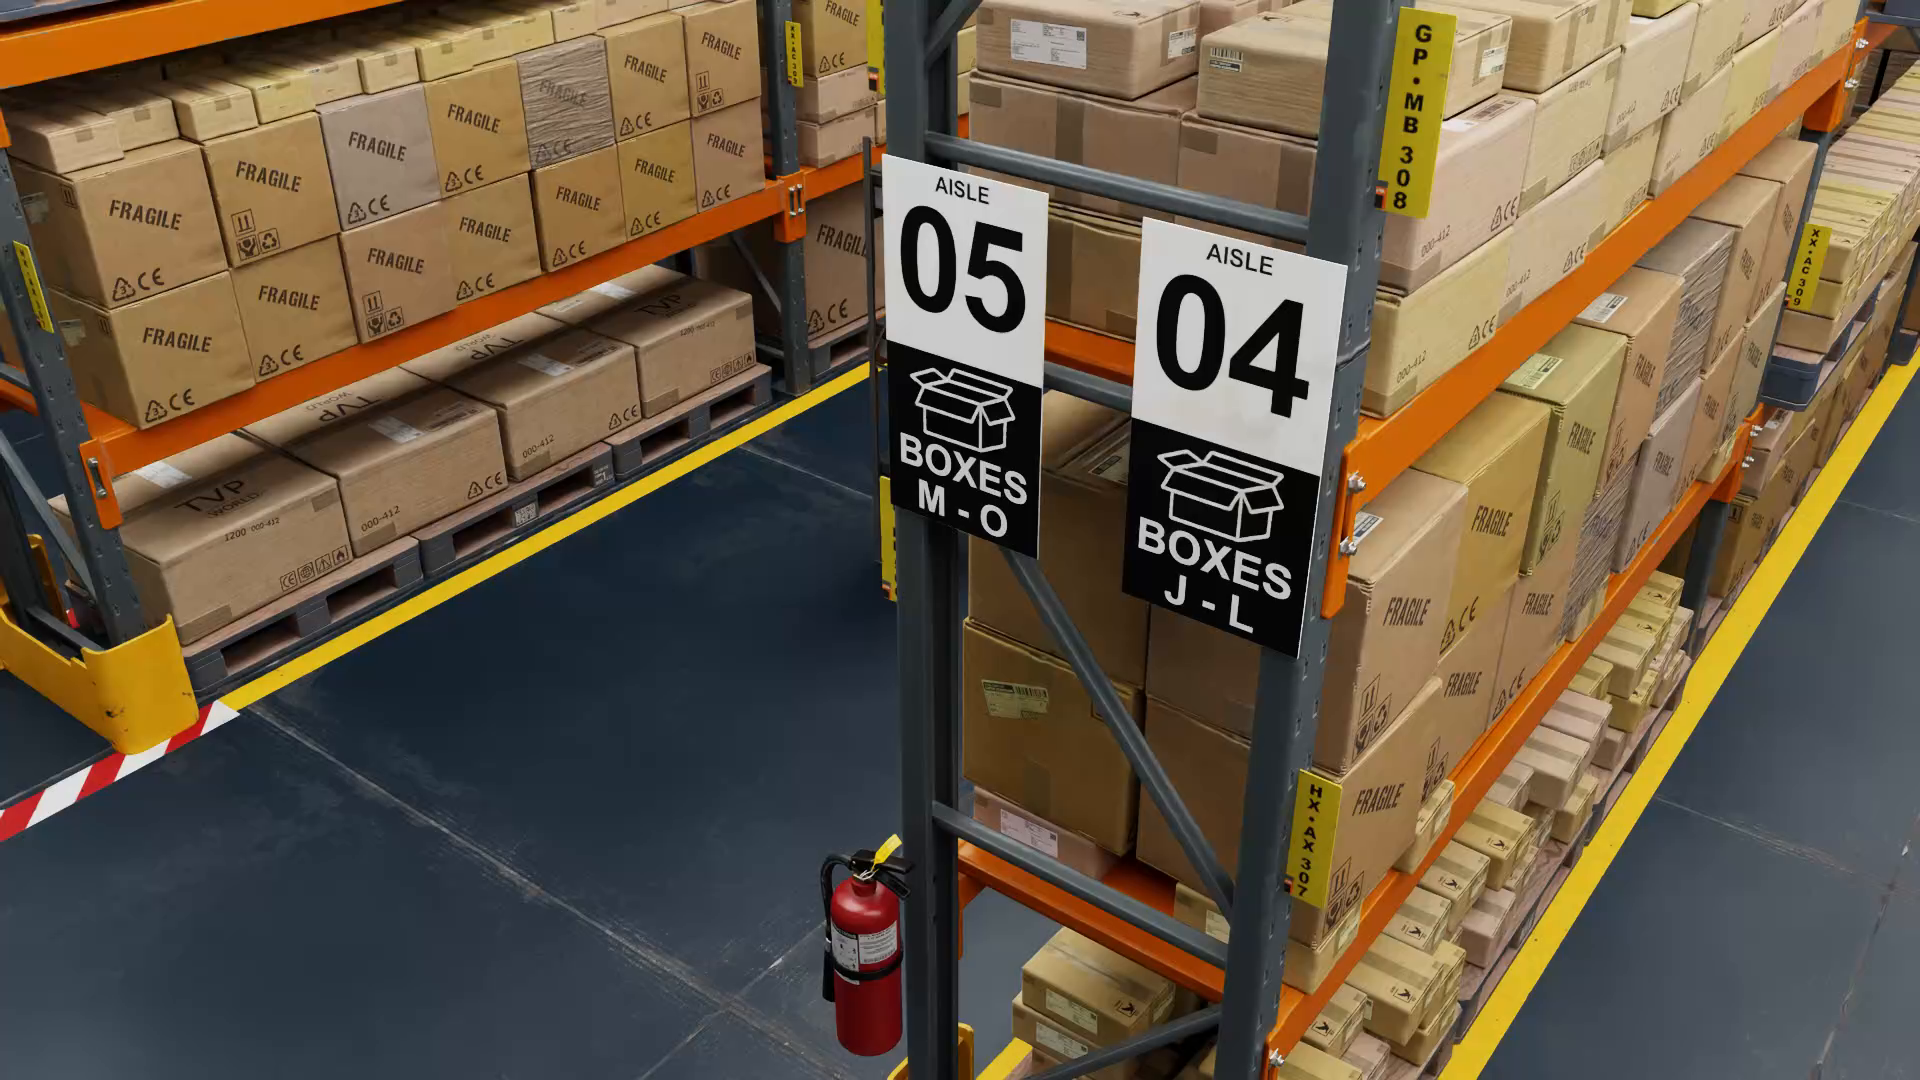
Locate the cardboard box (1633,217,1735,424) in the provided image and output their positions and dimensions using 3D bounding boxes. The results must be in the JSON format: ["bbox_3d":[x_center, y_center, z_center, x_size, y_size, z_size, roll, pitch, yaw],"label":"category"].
[{"bbox_3d":[2.007,-0.715,5.144,0.500,0.500,0.500,22,37,33],"label":"cardboard box"}]

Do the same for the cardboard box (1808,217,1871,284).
[{"bbox_3d":[3.307,-1.151,6.501,0.380,0.149,0.250,23,38,34],"label":"cardboard box"}]

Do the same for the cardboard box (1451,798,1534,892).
[{"bbox_3d":[1.654,0.963,5.484,0.380,0.149,0.250,22,37,32],"label":"cardboard box"}]

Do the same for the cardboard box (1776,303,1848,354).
[{"bbox_3d":[3.307,-0.895,6.652,0.380,0.149,0.250,19,36,29],"label":"cardboard box"}]

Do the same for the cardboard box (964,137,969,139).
[{"bbox_3d":[-0.455,-2.199,10.690,0.875,0.875,0.875,22,37,33],"label":"cardboard box"}]

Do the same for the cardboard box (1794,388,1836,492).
[{"bbox_3d":[3.984,-0.560,8.293,0.500,0.500,0.500,22,37,32],"label":"cardboard box"}]

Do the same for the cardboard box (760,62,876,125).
[{"bbox_3d":[-0.814,-2.529,9.231,0.500,0.250,0.500,20,36,30],"label":"cardboard box"}]

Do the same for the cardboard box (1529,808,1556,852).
[{"bbox_3d":[1.902,1.012,5.984,0.380,0.149,0.250,22,37,32],"label":"cardboard box"}]

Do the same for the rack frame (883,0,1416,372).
[{"bbox_3d":[0.288,-1.759,2.391,1.000,3.000,0.127,21,37,31],"label":"rack frame"}]

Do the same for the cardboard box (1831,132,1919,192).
[{"bbox_3d":[4.087,-1.677,7.388,0.380,0.149,0.250,23,37,33],"label":"cardboard box"}]

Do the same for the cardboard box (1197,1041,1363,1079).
[{"bbox_3d":[0.875,1.504,4.572,0.380,0.149,0.250,19,36,29],"label":"cardboard box"}]

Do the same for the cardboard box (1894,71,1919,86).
[{"bbox_3d":[4.875,-2.210,8.288,0.380,0.149,0.250,22,37,33],"label":"cardboard box"}]

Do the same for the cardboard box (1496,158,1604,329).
[{"bbox_3d":[1.084,-0.720,3.728,0.500,0.250,0.500,22,37,33],"label":"cardboard box"}]

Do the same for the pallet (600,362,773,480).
[{"bbox_3d":[-1.826,-0.801,9.395,1.003,0.211,1.213,21,37,31],"label":"pallet"}]

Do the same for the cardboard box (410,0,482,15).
[{"bbox_3d":[-2.433,-2.455,7.736,0.380,0.149,0.250,21,37,31],"label":"cardboard box"}]

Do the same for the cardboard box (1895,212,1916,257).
[{"bbox_3d":[4.091,-1.427,7.551,0.380,0.149,0.250,20,36,30],"label":"cardboard box"}]

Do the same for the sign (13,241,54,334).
[{"bbox_3d":[-3.280,-0.893,5.889,0.100,0.325,0.005,21,37,31],"label":"sign"}]

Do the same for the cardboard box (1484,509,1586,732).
[{"bbox_3d":[1.388,0.133,4.693,0.500,0.500,0.500,22,37,32],"label":"cardboard box"}]

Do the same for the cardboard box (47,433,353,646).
[{"bbox_3d":[-3.401,-0.038,7.472,0.875,0.438,0.875,20,36,30],"label":"cardboard box"}]

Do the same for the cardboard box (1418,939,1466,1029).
[{"bbox_3d":[1.338,1.315,5.182,0.380,0.149,0.250,22,37,33],"label":"cardboard box"}]

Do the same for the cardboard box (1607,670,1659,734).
[{"bbox_3d":[2.465,0.568,6.442,0.380,0.149,0.250,20,36,30],"label":"cardboard box"}]

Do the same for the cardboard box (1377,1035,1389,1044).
[{"bbox_3d":[1.097,1.519,5.129,0.380,0.149,0.250,22,37,32],"label":"cardboard box"}]

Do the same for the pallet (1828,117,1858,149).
[{"bbox_3d":[4.772,-2.025,8.912,1.213,0.211,1.003,21,37,31],"label":"pallet"}]

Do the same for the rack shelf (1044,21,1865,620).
[{"bbox_3d":[1.495,-0.972,4.711,1.077,0.370,4.000,21,37,31],"label":"rack shelf"}]

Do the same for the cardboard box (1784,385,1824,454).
[{"bbox_3d":[3.679,-0.668,7.739,0.500,0.250,0.500,22,37,33],"label":"cardboard box"}]

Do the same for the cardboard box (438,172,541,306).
[{"bbox_3d":[-2.307,-1.434,7.629,0.500,0.500,0.500,22,37,33],"label":"cardboard box"}]

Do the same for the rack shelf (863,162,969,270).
[{"bbox_3d":[-0.100,-1.426,7.251,0.431,0.518,0.480,21,37,31],"label":"rack shelf"}]

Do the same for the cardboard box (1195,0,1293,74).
[{"bbox_3d":[0.464,-1.092,3.475,0.380,0.149,0.250,22,37,32],"label":"cardboard box"}]

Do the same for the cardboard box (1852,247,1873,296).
[{"bbox_3d":[3.462,-1.129,6.755,0.380,0.149,0.250,20,36,30],"label":"cardboard box"}]

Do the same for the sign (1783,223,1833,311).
[{"bbox_3d":[3.140,-1.012,6.167,0.100,0.325,0.005,21,37,31],"label":"sign"}]

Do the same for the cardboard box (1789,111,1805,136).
[{"bbox_3d":[3.892,-2.095,8.094,0.380,0.149,0.250,22,37,33],"label":"cardboard box"}]

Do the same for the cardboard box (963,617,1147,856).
[{"bbox_3d":[0.354,0.389,4.261,0.500,0.500,0.500,22,37,32],"label":"cardboard box"}]

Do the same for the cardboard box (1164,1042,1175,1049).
[{"bbox_3d":[0.514,1.454,5.239,0.380,0.149,0.250,22,37,33],"label":"cardboard box"}]

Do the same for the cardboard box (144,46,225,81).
[{"bbox_3d":[-3.255,-1.951,6.885,0.380,0.149,0.250,22,37,32],"label":"cardboard box"}]

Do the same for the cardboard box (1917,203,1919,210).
[{"bbox_3d":[4.250,-1.659,7.650,0.380,0.149,0.250,20,36,30],"label":"cardboard box"}]

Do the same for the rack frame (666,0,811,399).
[{"bbox_3d":[-1.305,-2.286,9.165,1.000,3.000,0.127,21,37,31],"label":"rack frame"}]

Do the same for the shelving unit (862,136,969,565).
[{"bbox_3d":[-0.100,-0.836,7.601,0.431,2.100,0.503,21,37,31],"label":"shelving unit"}]

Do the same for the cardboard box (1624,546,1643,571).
[{"bbox_3d":[2.124,-0.062,5.659,0.380,0.149,0.250,19,36,29],"label":"cardboard box"}]

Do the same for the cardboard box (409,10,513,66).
[{"bbox_3d":[-2.195,-2.210,7.323,0.380,0.149,0.250,21,37,31],"label":"cardboard box"}]

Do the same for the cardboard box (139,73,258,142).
[{"bbox_3d":[-2.934,-1.670,6.411,0.380,0.149,0.250,22,37,33],"label":"cardboard box"}]

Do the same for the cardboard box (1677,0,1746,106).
[{"bbox_3d":[1.693,-1.337,4.279,0.500,0.250,0.500,20,36,30],"label":"cardboard box"}]

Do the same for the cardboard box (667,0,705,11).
[{"bbox_3d":[-1.483,-2.741,8.218,0.380,0.149,0.250,22,37,32],"label":"cardboard box"}]

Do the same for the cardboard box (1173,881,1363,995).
[{"bbox_3d":[0.745,0.899,4.037,0.380,0.149,0.250,21,36,31],"label":"cardboard box"}]

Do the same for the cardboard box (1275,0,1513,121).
[{"bbox_3d":[0.833,-0.950,3.234,0.380,0.149,0.250,23,38,33],"label":"cardboard box"}]

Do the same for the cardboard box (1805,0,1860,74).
[{"bbox_3d":[2.622,-1.747,5.461,0.500,0.250,0.500,22,37,32],"label":"cardboard box"}]

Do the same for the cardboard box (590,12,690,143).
[{"bbox_3d":[-1.682,-2.279,8.074,0.500,0.500,0.500,21,36,31],"label":"cardboard box"}]

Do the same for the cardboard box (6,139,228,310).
[{"bbox_3d":[-3.202,-1.241,6.323,0.500,0.500,0.500,20,36,30],"label":"cardboard box"}]

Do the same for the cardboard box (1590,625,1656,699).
[{"bbox_3d":[2.428,0.430,6.383,0.380,0.149,0.250,21,36,31],"label":"cardboard box"}]
